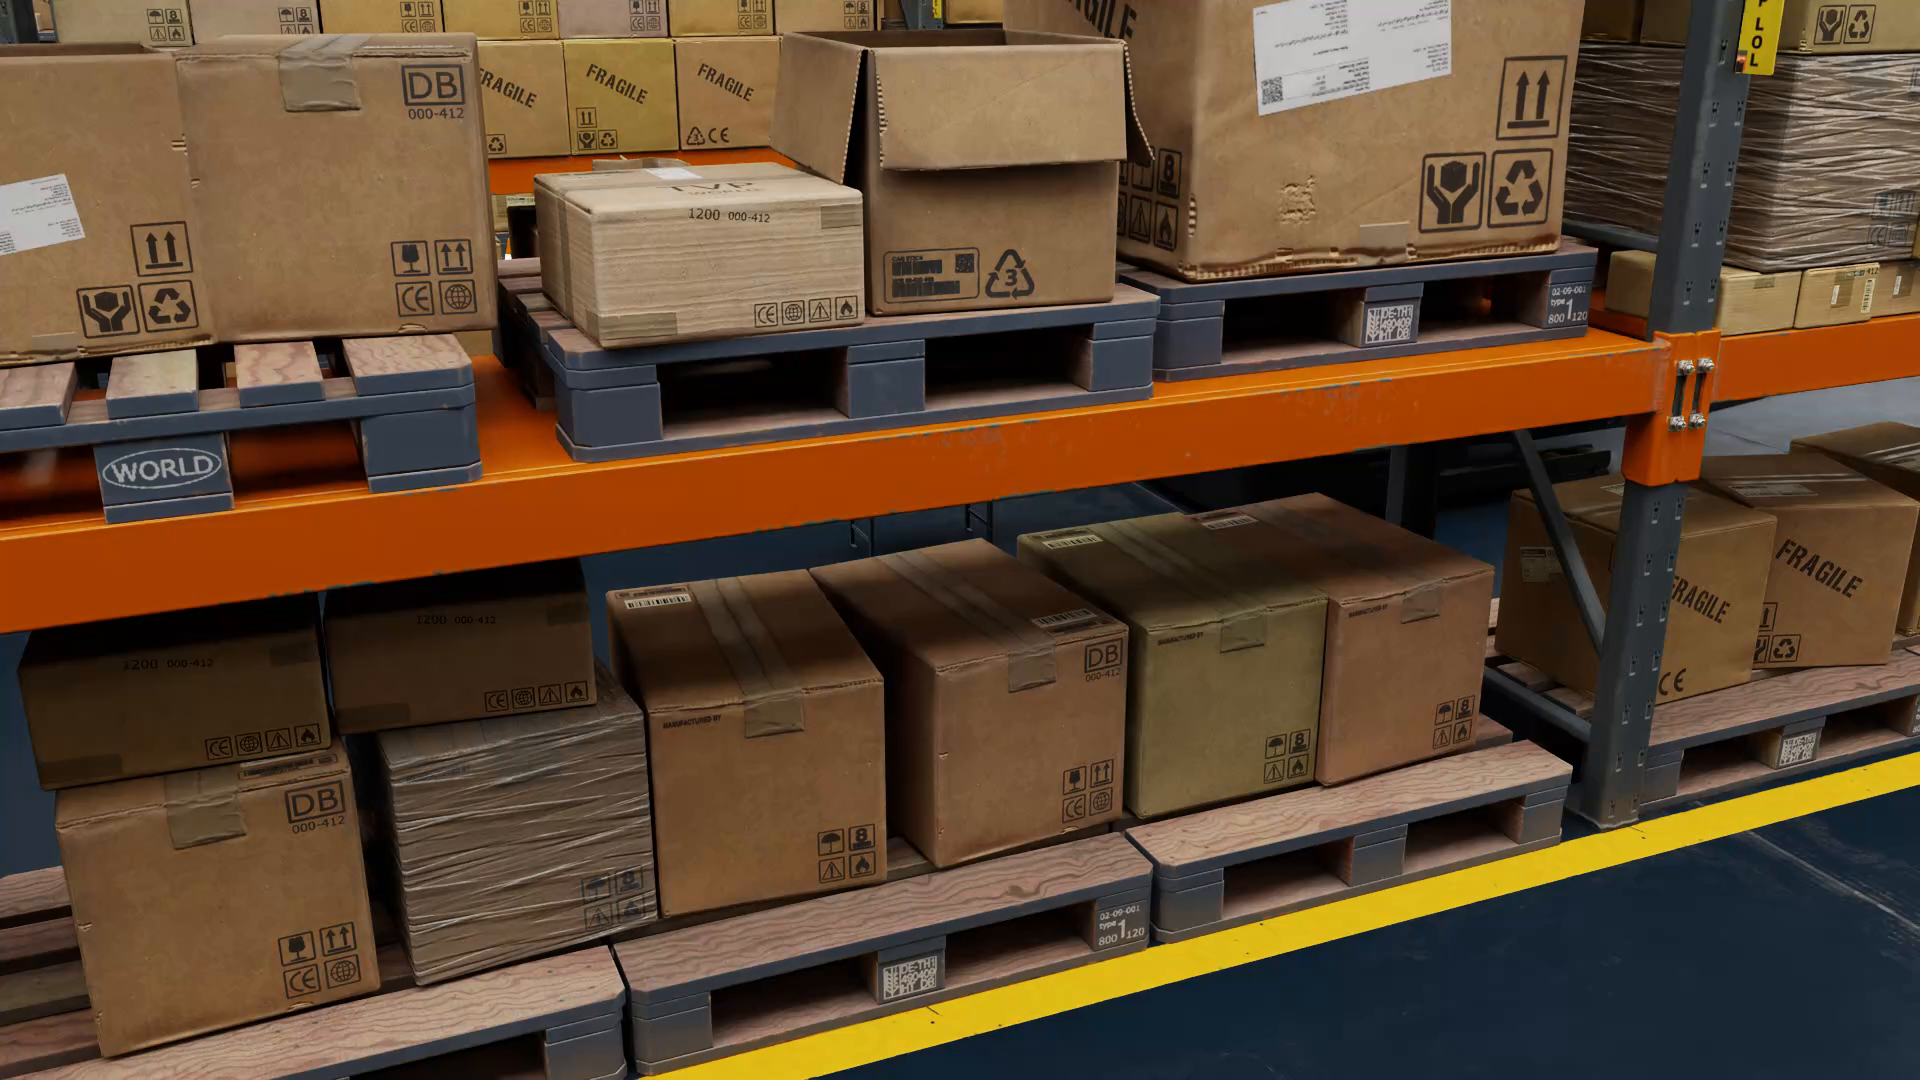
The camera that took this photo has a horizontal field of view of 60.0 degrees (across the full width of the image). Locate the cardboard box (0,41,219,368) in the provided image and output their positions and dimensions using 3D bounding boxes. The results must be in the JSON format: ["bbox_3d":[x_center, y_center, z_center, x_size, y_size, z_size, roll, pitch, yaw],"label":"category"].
[{"bbox_3d":[-1.658,-0.611,2.957,0.500,0.500,0.500,-11,22,-29],"label":"cardboard box"}]

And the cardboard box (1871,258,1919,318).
[{"bbox_3d":[2.305,-0.697,4.363,0.250,0.149,0.380,-8,21,-22],"label":"cardboard box"}]

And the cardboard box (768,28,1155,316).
[{"bbox_3d":[-0.020,-0.799,3.487,0.637,0.503,0.797,-6,20,-16],"label":"cardboard box"}]

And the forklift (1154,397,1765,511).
[{"bbox_3d":[2.250,-1.740,7.051,3.031,2.935,1.130,-9,21,-23],"label":"forklift"}]

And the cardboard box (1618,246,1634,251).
[{"bbox_3d":[1.849,-0.838,4.763,0.250,0.149,0.380,-8,21,-22],"label":"cardboard box"}]

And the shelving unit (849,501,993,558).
[{"bbox_3d":[-0.152,-0.544,6.261,0.503,1.200,0.258,-8,21,-22],"label":"shelving unit"}]

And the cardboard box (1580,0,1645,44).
[{"bbox_3d":[1.839,-1.611,4.476,0.500,0.500,0.500,-8,21,-22],"label":"cardboard box"}]

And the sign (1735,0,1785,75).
[{"bbox_3d":[1.758,-1.186,3.630,0.005,0.325,0.100,-8,21,-22],"label":"sign"}]

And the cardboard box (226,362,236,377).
[{"bbox_3d":[-3.415,-0.998,7.594,0.750,0.750,1.050,-8,21,-23],"label":"cardboard box"}]

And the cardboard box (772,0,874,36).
[{"bbox_3d":[-0.790,-2.786,8.262,0.500,0.500,0.700,-9,21,-23],"label":"cardboard box"}]

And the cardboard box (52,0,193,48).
[{"bbox_3d":[-3.593,-2.383,7.117,0.500,0.500,0.700,-8,21,-22],"label":"cardboard box"}]

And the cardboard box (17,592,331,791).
[{"bbox_3d":[-1.534,0.238,3.301,0.500,0.250,0.500,-7,21,-20],"label":"cardboard box"}]

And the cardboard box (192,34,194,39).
[{"bbox_3d":[-5.149,-3.419,11.461,0.250,0.149,0.380,-10,22,-25],"label":"cardboard box"}]

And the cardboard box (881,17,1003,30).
[{"bbox_3d":[-0.003,-2.457,8.758,0.550,0.550,0.875,-8,21,-22],"label":"cardboard box"}]

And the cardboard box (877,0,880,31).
[{"bbox_3d":[-0.958,-4.126,13.126,0.500,0.500,0.500,-8,21,-22],"label":"cardboard box"}]

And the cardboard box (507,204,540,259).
[{"bbox_3d":[-1.758,-1.236,8.272,0.750,0.750,1.050,-8,21,-22],"label":"cardboard box"}]

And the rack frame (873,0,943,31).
[{"bbox_3d":[-0.337,-2.334,8.635,0.127,3.000,1.000,-8,21,-22],"label":"rack frame"}]

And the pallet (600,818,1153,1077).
[{"bbox_3d":[-0.301,0.771,4.013,1.213,0.211,1.003,-8,21,-22],"label":"pallet"}]

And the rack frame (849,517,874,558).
[{"bbox_3d":[-0.376,-0.512,6.170,0.015,1.200,0.240,-8,21,-22],"label":"rack frame"}]

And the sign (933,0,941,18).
[{"bbox_3d":[-0.113,-2.679,7.990,0.005,0.325,0.100,-8,21,-22],"label":"sign"}]

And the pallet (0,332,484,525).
[{"bbox_3d":[-1.525,-0.318,3.198,1.003,0.211,1.213,-8,21,-22],"label":"pallet"}]

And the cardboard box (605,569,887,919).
[{"bbox_3d":[-0.508,0.441,3.853,0.500,0.500,0.700,-6,20,-17],"label":"cardboard box"}]

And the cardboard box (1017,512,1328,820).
[{"bbox_3d":[0.517,0.294,4.271,0.500,0.500,0.700,-8,21,-22],"label":"cardboard box"}]

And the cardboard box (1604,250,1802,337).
[{"bbox_3d":[1.852,-0.627,4.163,0.250,0.149,0.380,-8,21,-22],"label":"cardboard box"}]

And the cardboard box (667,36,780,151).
[{"bbox_3d":[-1.174,-2.165,8.003,0.500,0.500,0.500,-8,21,-23],"label":"cardboard box"}]

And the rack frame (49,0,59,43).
[{"bbox_3d":[-6.063,-3.304,11.390,0.127,3.000,1.000,-8,21,-22],"label":"rack frame"}]

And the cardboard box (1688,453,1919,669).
[{"bbox_3d":[2.441,0.054,4.982,0.500,0.500,0.500,-2,19,-5],"label":"cardboard box"}]

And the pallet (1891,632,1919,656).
[{"bbox_3d":[3.260,0.246,5.506,1.213,0.211,1.003,-8,21,-22],"label":"pallet"}]

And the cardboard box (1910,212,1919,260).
[{"bbox_3d":[2.446,-1.091,4.507,0.500,0.500,0.875,-8,21,-22],"label":"cardboard box"}]

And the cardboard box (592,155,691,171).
[{"bbox_3d":[-0.713,-0.719,3.617,0.258,0.266,0.396,-9,21,-23],"label":"cardboard box"}]

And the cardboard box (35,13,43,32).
[{"bbox_3d":[-8.484,-4.694,15.082,0.250,0.149,0.380,-8,21,-21],"label":"cardboard box"}]

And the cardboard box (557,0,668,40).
[{"bbox_3d":[-1.726,-2.651,7.880,0.500,0.500,0.700,-8,21,-21],"label":"cardboard box"}]

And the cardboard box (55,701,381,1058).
[{"bbox_3d":[-1.530,0.595,3.417,0.500,0.500,0.700,-9,21,-25],"label":"cardboard box"}]

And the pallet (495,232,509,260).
[{"bbox_3d":[-3.104,-2.412,13.056,1.213,0.211,1.003,-8,21,-22],"label":"pallet"}]

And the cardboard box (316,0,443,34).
[{"bbox_3d":[-2.659,-2.518,7.501,0.500,0.500,0.700,-8,21,-23],"label":"cardboard box"}]

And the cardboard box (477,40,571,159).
[{"bbox_3d":[-2.103,-2.031,7.623,0.500,0.500,0.500,-8,21,-22],"label":"cardboard box"}]

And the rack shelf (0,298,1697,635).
[{"bbox_3d":[-0.301,-0.206,3.674,4.000,0.370,1.077,-8,21,-22],"label":"rack shelf"}]

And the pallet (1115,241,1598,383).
[{"bbox_3d":[0.776,-0.662,4.174,1.213,0.211,1.003,-8,21,-22],"label":"pallet"}]
